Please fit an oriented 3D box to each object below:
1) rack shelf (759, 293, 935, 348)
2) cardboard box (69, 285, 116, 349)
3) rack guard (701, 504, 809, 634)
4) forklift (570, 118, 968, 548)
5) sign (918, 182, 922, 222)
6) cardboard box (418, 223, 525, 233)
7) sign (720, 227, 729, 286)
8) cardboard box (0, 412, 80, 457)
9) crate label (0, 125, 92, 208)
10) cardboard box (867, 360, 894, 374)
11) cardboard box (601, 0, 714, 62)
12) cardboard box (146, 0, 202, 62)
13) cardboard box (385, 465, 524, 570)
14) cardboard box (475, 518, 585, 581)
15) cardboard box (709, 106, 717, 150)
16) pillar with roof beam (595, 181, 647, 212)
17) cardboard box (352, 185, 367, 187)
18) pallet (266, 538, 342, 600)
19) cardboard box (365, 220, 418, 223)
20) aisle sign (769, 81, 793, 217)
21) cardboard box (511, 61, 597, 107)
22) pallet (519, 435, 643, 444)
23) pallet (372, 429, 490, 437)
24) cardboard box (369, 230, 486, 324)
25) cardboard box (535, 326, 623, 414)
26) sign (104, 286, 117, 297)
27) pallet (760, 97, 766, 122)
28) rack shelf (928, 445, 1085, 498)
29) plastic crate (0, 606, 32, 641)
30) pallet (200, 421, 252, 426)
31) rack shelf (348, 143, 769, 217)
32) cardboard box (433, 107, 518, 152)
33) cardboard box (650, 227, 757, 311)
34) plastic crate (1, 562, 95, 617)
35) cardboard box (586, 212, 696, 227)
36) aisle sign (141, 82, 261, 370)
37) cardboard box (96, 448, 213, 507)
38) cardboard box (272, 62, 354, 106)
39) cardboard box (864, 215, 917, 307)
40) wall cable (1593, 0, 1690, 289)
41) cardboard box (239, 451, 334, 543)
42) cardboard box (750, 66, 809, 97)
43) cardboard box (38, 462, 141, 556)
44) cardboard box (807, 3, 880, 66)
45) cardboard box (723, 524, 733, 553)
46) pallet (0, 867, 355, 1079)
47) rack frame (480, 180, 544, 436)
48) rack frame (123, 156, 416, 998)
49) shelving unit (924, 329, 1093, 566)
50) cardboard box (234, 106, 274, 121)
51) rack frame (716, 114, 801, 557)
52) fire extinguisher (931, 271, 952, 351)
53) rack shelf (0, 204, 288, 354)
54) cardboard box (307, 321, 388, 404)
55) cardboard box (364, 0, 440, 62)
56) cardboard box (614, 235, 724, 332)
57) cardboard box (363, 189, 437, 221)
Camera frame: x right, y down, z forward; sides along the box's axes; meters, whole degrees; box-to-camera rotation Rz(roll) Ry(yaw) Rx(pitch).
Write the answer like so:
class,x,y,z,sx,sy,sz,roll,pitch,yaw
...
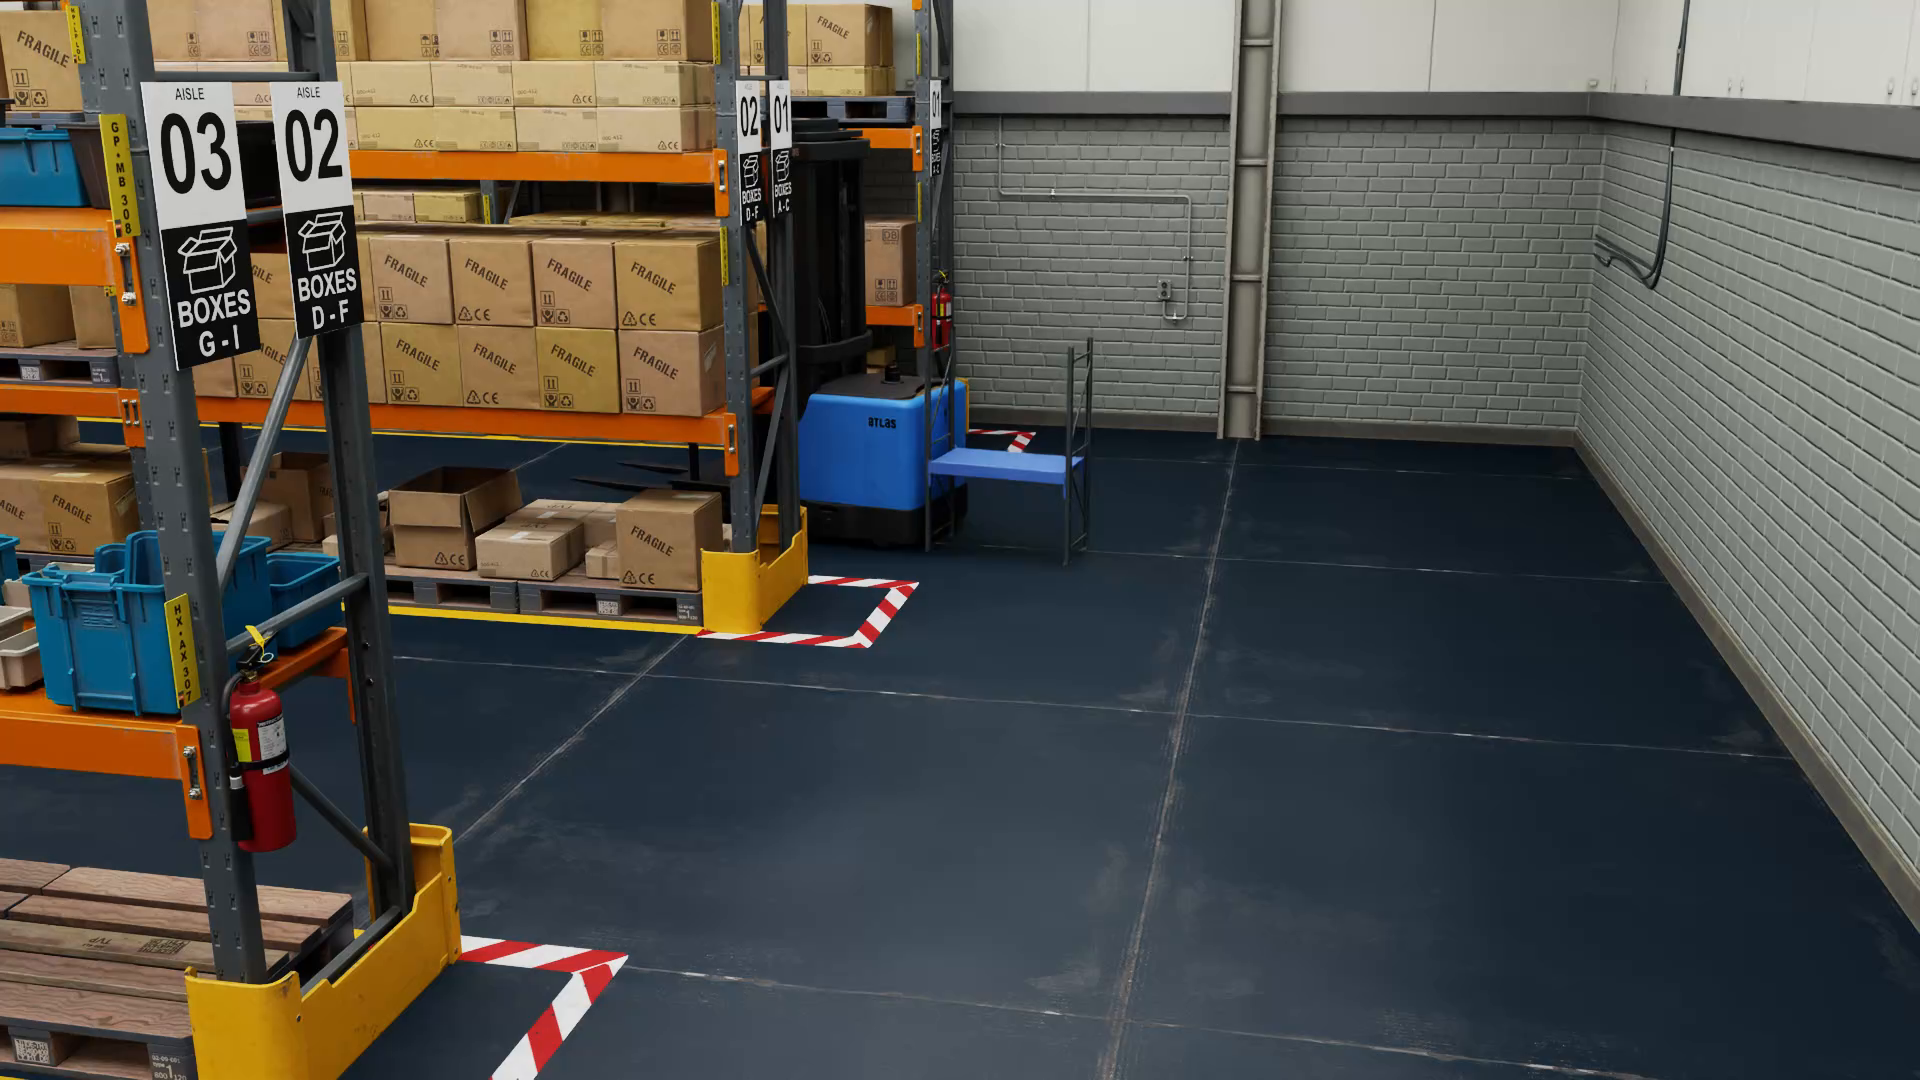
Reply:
class,x,y,z,sx,sy,sz,roll,pitch,yaw
rack shelf,-2.176,-2.091,15.269,4.000,0.370,1.077,3,16,11
cardboard box,-5.539,-1.582,11.111,0.500,0.500,0.700,-2,16,-8
rack guard,-1.274,0.166,10.458,0.348,0.500,1.175,3,16,11
forklift,-1.506,-1.596,12.263,3.031,2.935,1.130,7,17,23
sign,-0.338,-2.862,14.093,0.005,0.325,0.100,3,16,11
cardboard box,-3.083,-1.738,10.588,0.500,0.500,0.500,3,16,11
sign,-1.330,-1.601,9.393,0.005,0.325,0.100,3,16,11
cardboard box,-6.525,-0.759,11.568,0.500,0.250,0.500,3,16,11
crate label,-3.030,-1.247,5.534,0.502,0.251,0.408,3,16,11
cardboard box,-0.922,-1.340,15.106,0.500,0.500,0.700,3,16,11
cardboard box,-1.707,-3.034,9.646,0.500,0.500,0.700,3,16,11
cardboard box,-4.636,-3.208,10.273,0.500,0.500,0.700,3,16,11
cardboard box,-3.278,-0.158,10.796,0.637,0.503,0.797,3,16,11
cardboard box,-2.707,0.055,10.501,0.500,0.250,0.500,3,16,11
cardboard box,-1.653,-2.502,10.068,0.500,0.250,0.500,3,16,11
pillar with roof beam,-4.136,-4.498,11.373,0.400,9.000,9.100,3,16,11
cardboard box,-6.052,-3.279,16.025,0.500,0.250,0.500,3,16,10
pallet,-4.447,0.133,11.117,1.213,0.211,1.003,3,16,11
cardboard box,-5.141,-2.728,15.440,0.500,0.500,0.500,3,16,12
aisle sign,-1.074,-2.361,10.027,0.004,0.787,0.394,3,16,11
cardboard box,-2.244,-2.636,9.616,0.500,0.250,0.500,3,16,11
pallet,-3.407,-1.139,15.709,1.213,0.211,1.003,3,16,11
pallet,-4.907,-1.221,16.006,1.213,0.211,1.003,3,16,11
cardboard box,-3.198,-1.597,10.079,0.500,0.500,0.500,4,16,13
cardboard box,-2.202,-1.063,10.022,0.500,0.500,0.500,3,16,12
sign,-5.227,-1.660,10.198,0.005,0.325,0.100,3,16,11
pallet,-2.145,-3.835,14.765,1.213,0.211,1.003,3,16,11
rack shelf,0.335,-0.480,11.590,1.000,0.185,0.538,6,16,20
plastic crate,-3.307,0.343,5.515,0.243,0.136,0.396,3,16,11
pallet,-7.298,-1.351,16.475,1.213,0.211,1.003,3,16,11
rack shelf,-3.160,-2.240,10.189,4.000,0.370,1.077,3,16,11
cardboard box,-2.736,-2.419,9.769,0.500,0.250,0.500,3,16,11
cardboard box,-1.582,-1.658,10.297,0.500,0.500,0.500,4,16,13
plastic crate,-3.330,0.185,6.088,0.298,0.136,0.250,3,16,11
cardboard box,-2.894,-2.615,15.252,0.700,0.700,0.980,3,16,10
aisle sign,-2.178,-0.912,4.795,0.004,0.787,0.394,3,16,11
cardboard box,-5.545,-0.345,11.476,0.500,0.500,0.500,2,16,9
cardboard box,-3.715,-2.715,9.901,0.500,0.250,0.500,3,16,11
cardboard box,-0.718,-2.500,14.837,0.700,0.700,0.980,4,16,14
wall cable,5.255,-3.331,12.978,0.112,2.526,3.097,3,16,11
cardboard box,-4.505,-0.299,11.311,0.500,0.500,0.500,3,16,11
cardboard box,-1.497,-3.952,14.327,0.500,0.250,0.500,3,16,9
cardboard box,-5.660,-0.206,10.977,0.500,0.500,0.500,3,16,11
cardboard box,-0.988,-4.284,14.121,0.500,0.500,0.500,3,16,11
cardboard box,-1.542,0.015,10.836,0.250,0.149,0.380,3,16,11
pallet,-2.991,1.550,6.000,1.213,0.211,1.003,3,16,11
rack frame,-4.136,-2.544,15.557,0.127,3.000,1.000,3,16,11
rack frame,-2.191,0.261,5.432,0.127,3.000,1.000,3,16,11
shelving unit,0.335,-0.654,11.542,1.048,1.500,0.538,6,16,20
cardboard box,-4.203,-2.503,10.070,0.500,0.250,0.500,3,16,11
rack frame,-1.200,-1.035,10.110,0.127,3.000,1.000,3,16,11
fire extinguisher,-0.161,-1.985,14.384,0.183,0.674,0.296,3,16,11
rack shelf,-4.150,-0.945,5.512,4.000,0.370,1.077,3,16,11
cardboard box,-3.682,-1.144,10.316,0.500,0.500,0.500,3,16,11
cardboard box,-3.162,-3.132,10.001,0.500,0.500,0.700,3,16,11
cardboard box,-1.691,-1.517,9.789,0.500,0.500,0.500,3,16,11
cardboard box,-5.144,-3.094,15.356,0.500,0.250,0.500,3,16,12
